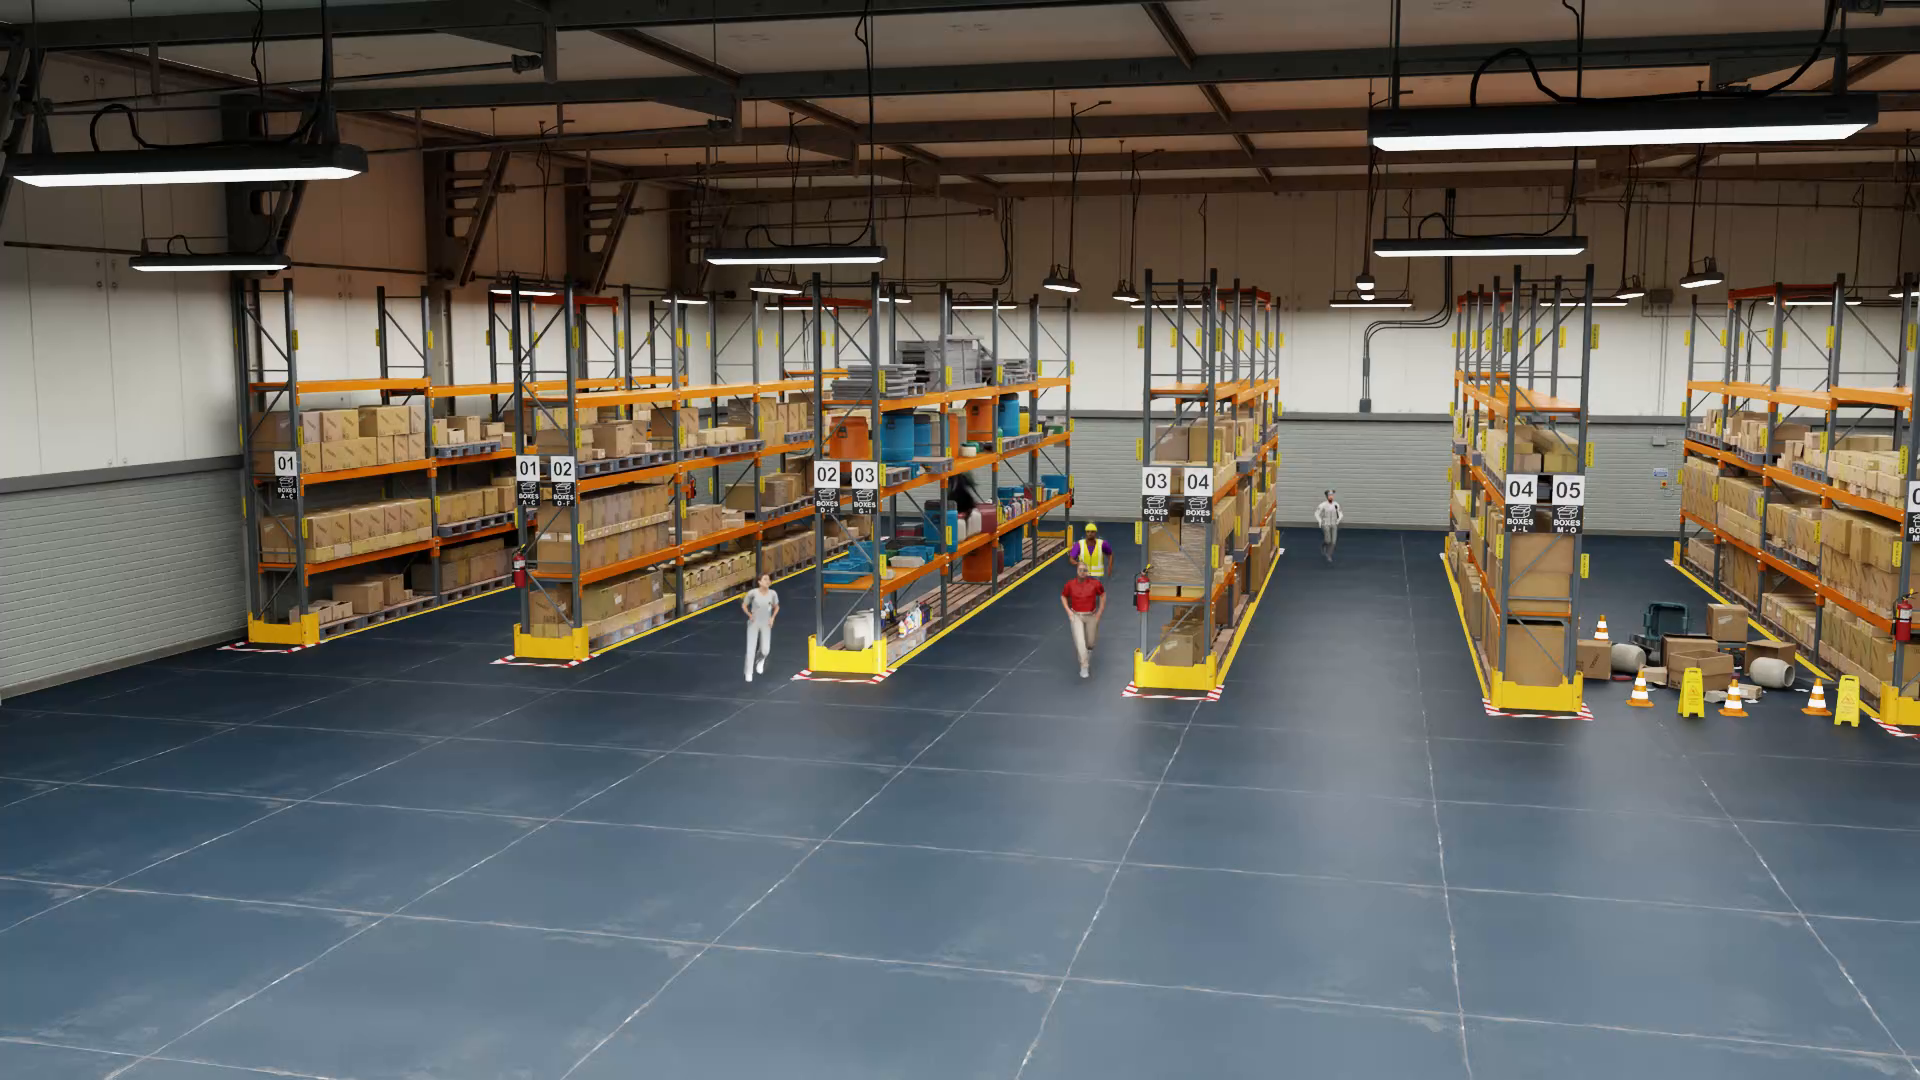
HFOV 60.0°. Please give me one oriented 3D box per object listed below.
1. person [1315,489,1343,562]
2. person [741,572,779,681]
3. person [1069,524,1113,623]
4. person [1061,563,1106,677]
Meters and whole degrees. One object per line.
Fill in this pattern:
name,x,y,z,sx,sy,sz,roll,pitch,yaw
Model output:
person,8.386,-0.329,37.729,0.613,1.656,0.539,0,7,-3
person,-2.950,1.267,24.671,0.567,1.602,0.541,-2,7,-14
person,2.157,0.618,27.416,0.723,1.799,0.841,1,7,8
person,1.866,1.180,25.149,0.684,1.699,0.745,0,7,2
